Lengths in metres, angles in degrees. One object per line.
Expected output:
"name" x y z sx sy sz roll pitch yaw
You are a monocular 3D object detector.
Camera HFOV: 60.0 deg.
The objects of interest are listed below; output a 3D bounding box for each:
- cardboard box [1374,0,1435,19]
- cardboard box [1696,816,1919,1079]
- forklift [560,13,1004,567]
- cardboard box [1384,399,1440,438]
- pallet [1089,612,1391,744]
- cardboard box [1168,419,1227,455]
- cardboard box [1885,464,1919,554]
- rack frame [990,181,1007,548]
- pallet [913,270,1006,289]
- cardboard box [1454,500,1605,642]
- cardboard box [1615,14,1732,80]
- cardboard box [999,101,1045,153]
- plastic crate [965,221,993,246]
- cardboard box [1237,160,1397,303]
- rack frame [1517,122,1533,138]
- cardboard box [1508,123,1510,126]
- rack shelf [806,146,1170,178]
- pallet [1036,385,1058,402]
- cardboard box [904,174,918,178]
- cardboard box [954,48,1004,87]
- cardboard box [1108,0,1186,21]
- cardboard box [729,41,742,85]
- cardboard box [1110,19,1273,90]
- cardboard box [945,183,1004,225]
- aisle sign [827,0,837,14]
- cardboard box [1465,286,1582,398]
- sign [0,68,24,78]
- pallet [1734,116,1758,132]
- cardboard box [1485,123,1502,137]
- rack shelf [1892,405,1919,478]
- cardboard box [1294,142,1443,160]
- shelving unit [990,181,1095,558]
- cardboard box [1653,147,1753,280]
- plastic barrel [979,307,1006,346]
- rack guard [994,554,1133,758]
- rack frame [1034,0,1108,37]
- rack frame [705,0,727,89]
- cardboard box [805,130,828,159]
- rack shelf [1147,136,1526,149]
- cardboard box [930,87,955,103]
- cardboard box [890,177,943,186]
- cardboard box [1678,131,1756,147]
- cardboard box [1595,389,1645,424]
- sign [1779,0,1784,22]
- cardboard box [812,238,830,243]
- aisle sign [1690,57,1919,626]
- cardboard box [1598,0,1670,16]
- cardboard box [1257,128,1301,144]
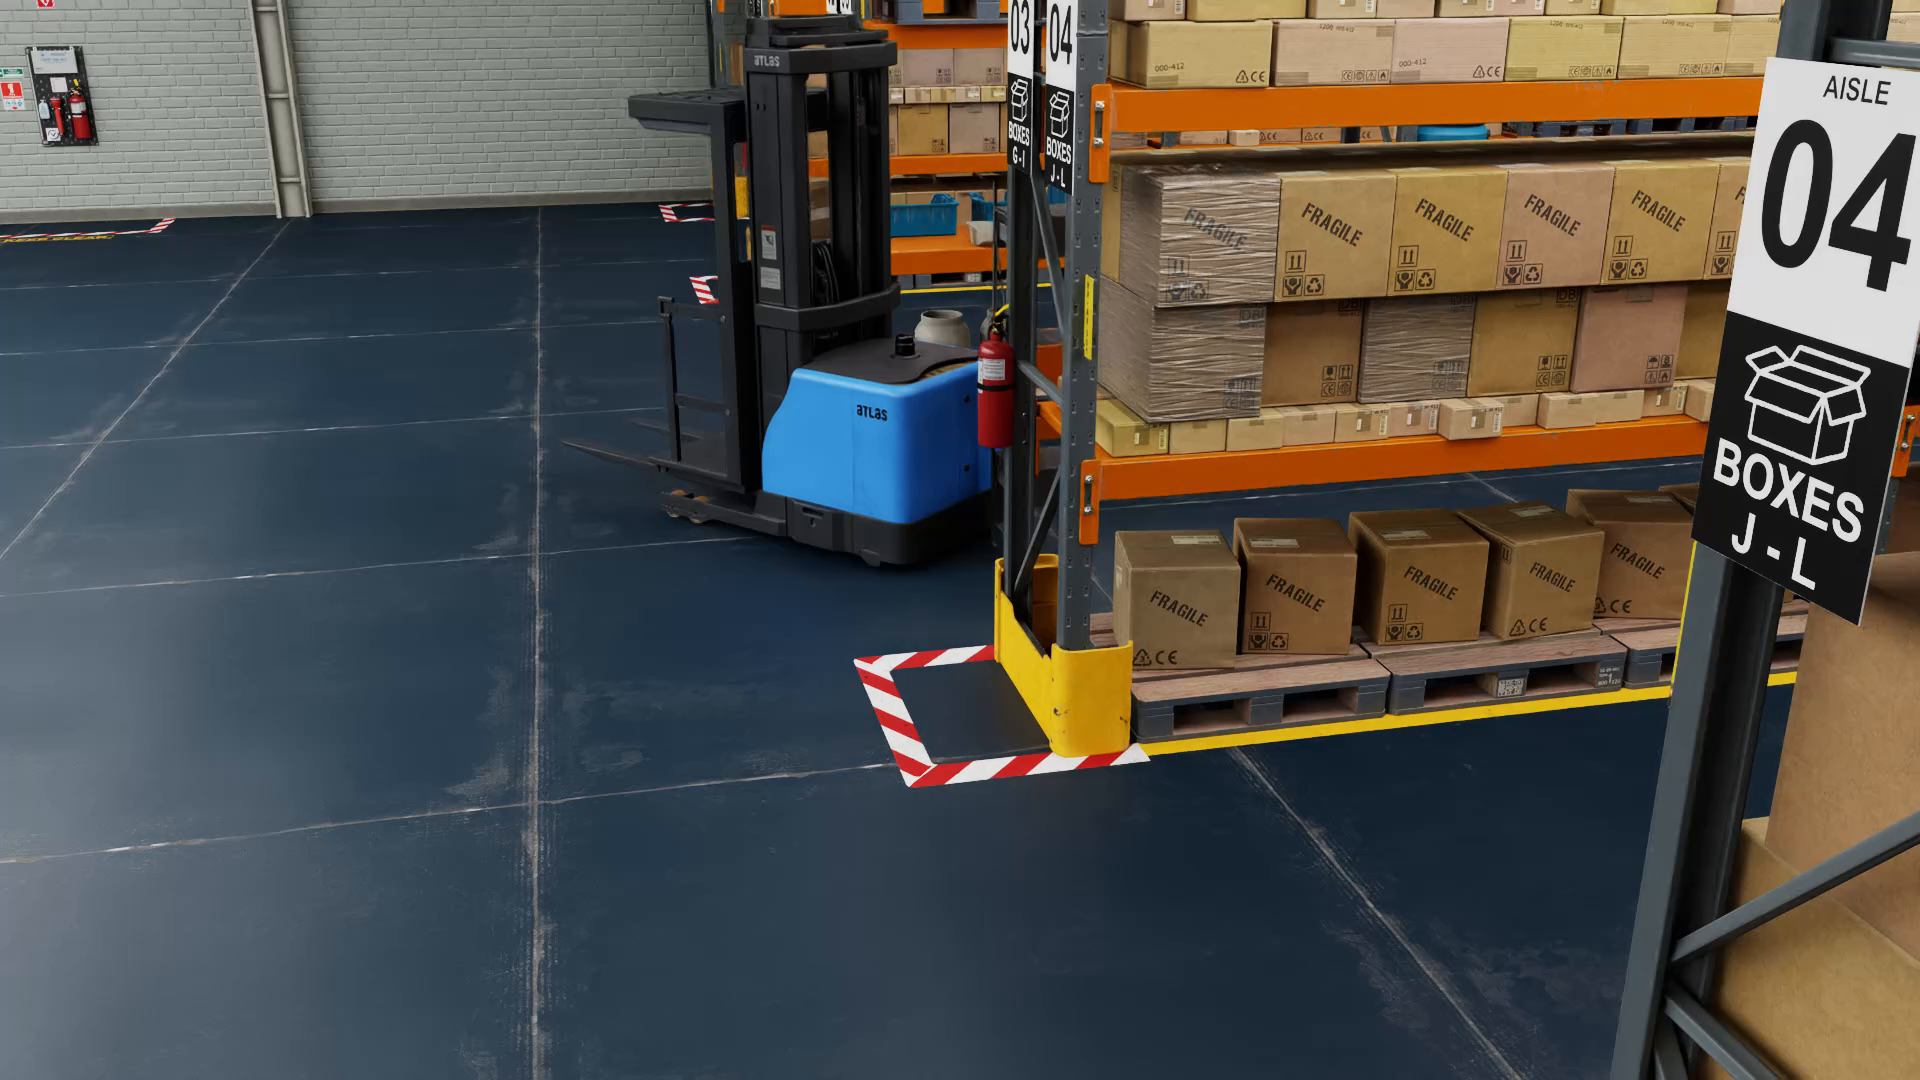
"cardboard box" 1.717 -2.195 6.723 0.250 0.149 0.380 -5 21 -13
"cardboard box" 1.778 0.893 2.798 0.550 0.550 0.875 -5 21 -12
"forklift" -1.216 -1.606 9.938 3.031 2.935 1.130 14 24 33
"cardboard box" 1.932 -0.586 7.419 0.250 0.149 0.380 -5 21 -12
"pallet" 1.257 0.591 7.895 1.213 0.211 1.003 -5 21 -12
"cardboard box" 0.964 -0.498 7.180 0.250 0.149 0.380 -5 21 -12
"cardboard box" 4.880 -0.051 8.588 0.500 0.500 0.700 -6 21 -17
"rack frame" 0.242 -0.905 9.231 0.015 2.100 0.400 -6 21 -15
"pallet" 0.028 -2.837 17.253 1.213 0.211 1.003 -5 21 -12
"cardboard box" 2.737 0.141 8.092 0.500 0.500 0.500 -7 21 -17
"cardboard box" 2.888 -2.111 7.075 0.500 0.250 0.500 -5 21 -13
"cardboard box" 0.570 -4.221 16.830 0.500 0.500 0.700 -4 21 -12
"plastic crate" 0.190 -2.157 11.727 0.250 0.136 0.298 -5 21 -12
"cardboard box" 1.471 -1.306 6.987 0.500 0.500 0.500 -5 21 -12
"rack frame" 5.894 -4.610 18.038 0.127 3.000 1.000 -5 21 -12
"cardboard box" 7.176 -5.606 23.271 0.750 0.750 0.750 -4 20 -11
"rack shelf" 0.055 -3.797 16.865 4.000 0.370 1.077 -5 21 -12
"pallet" 0.100 -1.093 12.492 1.213 0.211 1.003 -5 21 -12
"cardboard box" -0.703 -4.699 21.787 0.250 0.149 0.380 -6 21 -17
"cardboard box" 0.106 -4.793 16.506 0.500 0.500 0.700 -5 21 -12
"cardboard box" 0.706 -2.130 6.546 0.250 0.149 0.380 -5 21 -13
"cardboard box" -2.625 -6.034 21.024 0.500 0.500 0.500 -5 21 -13
"cardboard box" 0.913 -1.950 6.634 0.500 0.250 0.500 -4 21 -11
"cardboard box" 0.142 -3.321 16.815 0.500 0.500 0.500 -5 21 -12
"aisle sign" -0.894 -3.633 11.591 0.004 0.787 0.394 -5 21 -12
"cardboard box" 2.371 -1.022 7.665 0.500 0.500 0.875 -5 21 -12
"sign" -11.361 -5.575 19.851 0.331 0.109 0.001 -5 21 -12
"pallet" 8.984 -4.809 18.862 1.213 0.211 1.003 -5 21 -12
"cardboard box" 5.530 -4.554 18.014 0.500 0.311 0.500 -3 20 -9
"rack shelf" 6.224 -0.797 8.676 4.000 0.370 1.077 -5 21 -12
"cardboard box" 1.835 -1.523 7.579 0.500 0.500 0.500 -5 21 -12
"shelving unit" 0.476 -0.928 9.295 0.503 2.100 0.431 -6 21 -15
"cardboard box" 3.416 -1.465 7.422 0.500 0.500 0.500 -5 21 -12
"plastic barrel" 0.356 -1.465 12.458 0.421 0.512 0.421 0 20 0
"rack guard" 0.459 0.507 7.703 0.348 0.500 1.175 -5 21 -12
"rack frame" 0.385 -3.477 6.224 0.127 3.000 1.000 -5 21 -12
"rack frame" -3.035 -5.634 20.835 0.127 3.000 1.000 -5 21 -12
"cardboard box" -1.434 -4.056 16.381 0.500 0.500 0.700 -5 21 -12
"rack shelf" 3.948 -4.114 17.729 4.000 0.370 1.077 -5 21 -12
"cardboard box" -0.207 -4.390 16.349 0.250 0.149 0.380 -5 21 -13
"cardboard box" -0.468 -3.461 17.198 0.500 0.500 0.500 -5 21 -12
"cardboard box" 3.781 -1.682 8.015 0.500 0.500 0.500 -5 21 -12
"cardboard box" 2.908 -0.661 7.624 0.250 0.149 0.380 -5 21 -12
"sign" 1.316 -0.962 2.546 0.005 0.325 0.100 -5 21 -12
"cardboard box" -1.318 -2.851 16.622 0.500 0.250 0.500 -5 21 -12
"aisle sign" 1.290 -0.307 2.514 0.004 0.787 0.394 -5 21 -12
"cardboard box" 2.746 -2.274 6.938 0.250 0.149 0.380 -4 20 -10
"cardboard box" 3.265 -4.437 17.421 0.500 0.500 0.500 -3 20 -9
